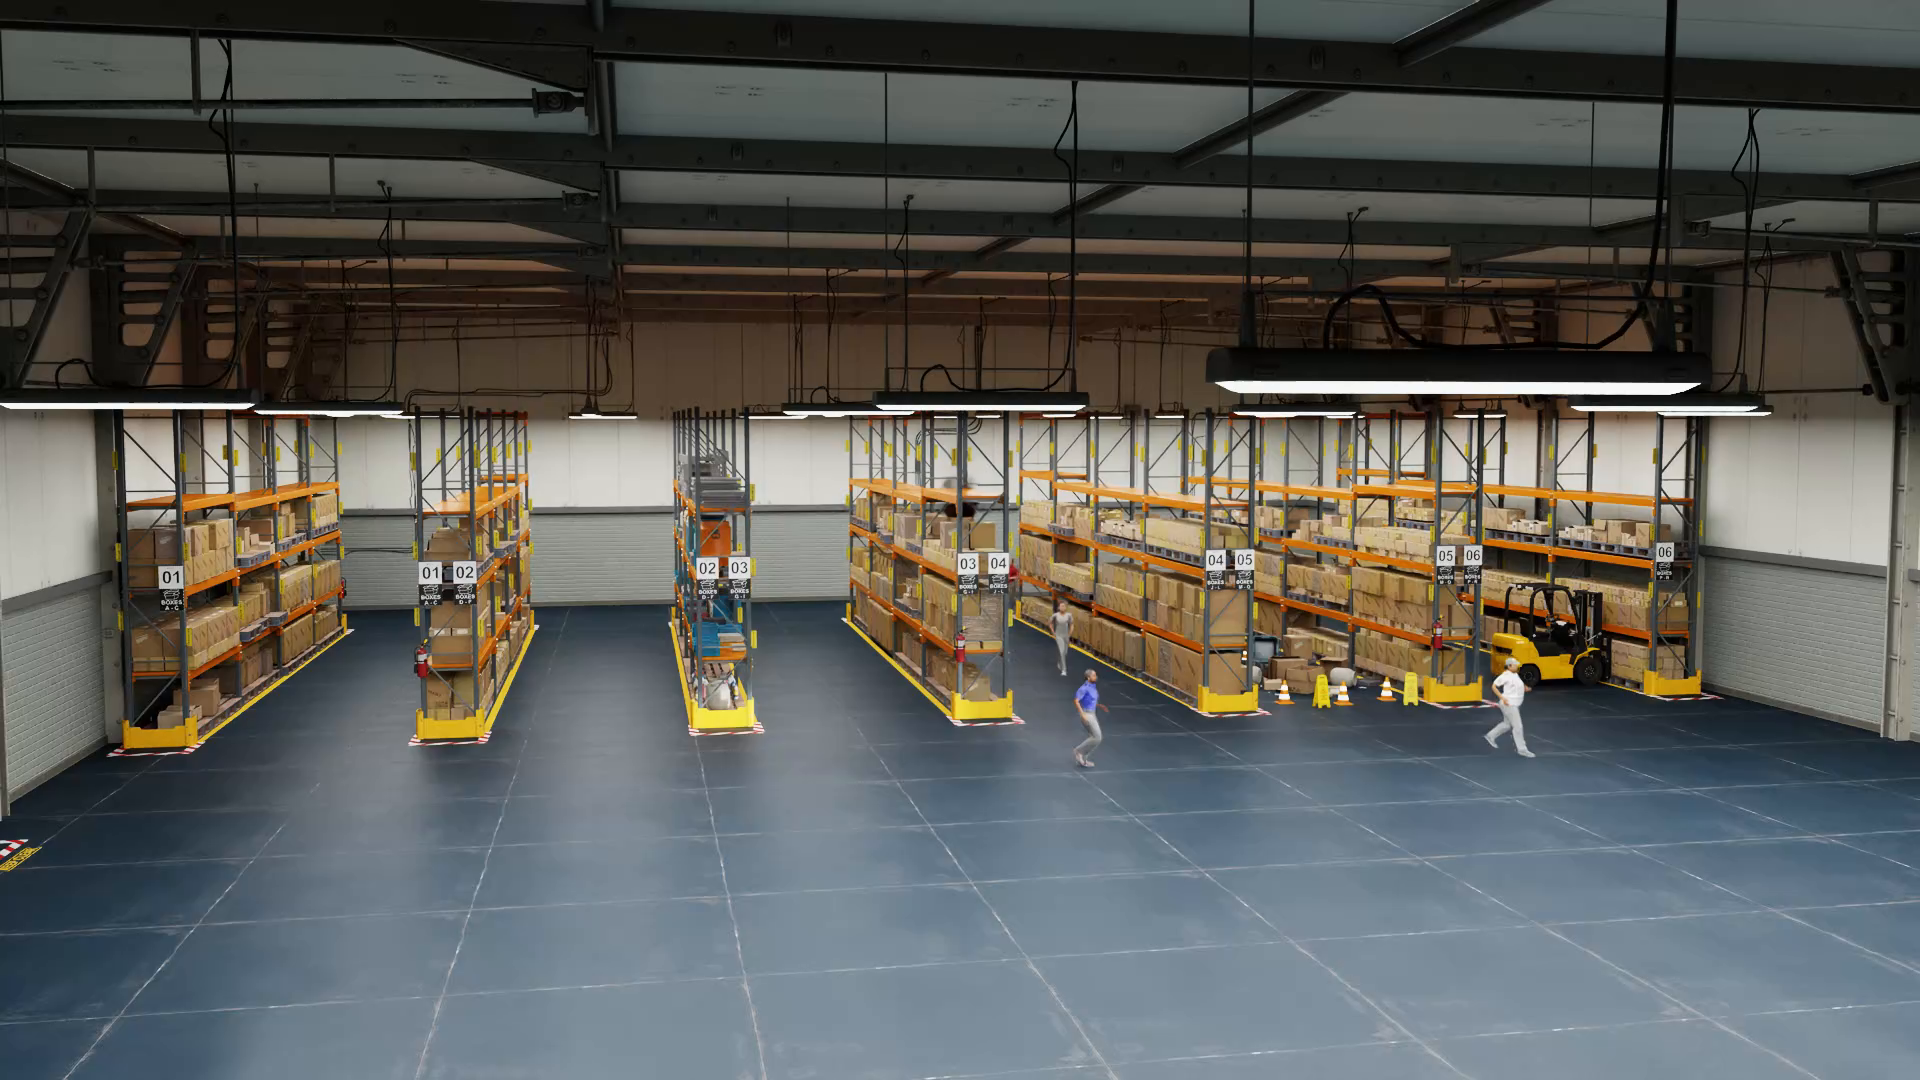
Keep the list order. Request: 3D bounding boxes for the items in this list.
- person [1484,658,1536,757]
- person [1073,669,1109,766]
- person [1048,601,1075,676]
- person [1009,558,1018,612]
[{"bbox_3d":[9.458,2.843,28.550,0.921,1.657,0.605,3,5,37],"label":"person"},{"bbox_3d":[2.180,2.950,27.630,0.544,1.622,0.588,1,4,18],"label":"person"},{"bbox_3d":[2.314,2.215,37.855,0.579,1.667,0.850,-1,4,-12],"label":"person"},{"bbox_3d":[1.537,1.395,49.400,0.753,1.768,0.719,-3,5,-33],"label":"person"}]
